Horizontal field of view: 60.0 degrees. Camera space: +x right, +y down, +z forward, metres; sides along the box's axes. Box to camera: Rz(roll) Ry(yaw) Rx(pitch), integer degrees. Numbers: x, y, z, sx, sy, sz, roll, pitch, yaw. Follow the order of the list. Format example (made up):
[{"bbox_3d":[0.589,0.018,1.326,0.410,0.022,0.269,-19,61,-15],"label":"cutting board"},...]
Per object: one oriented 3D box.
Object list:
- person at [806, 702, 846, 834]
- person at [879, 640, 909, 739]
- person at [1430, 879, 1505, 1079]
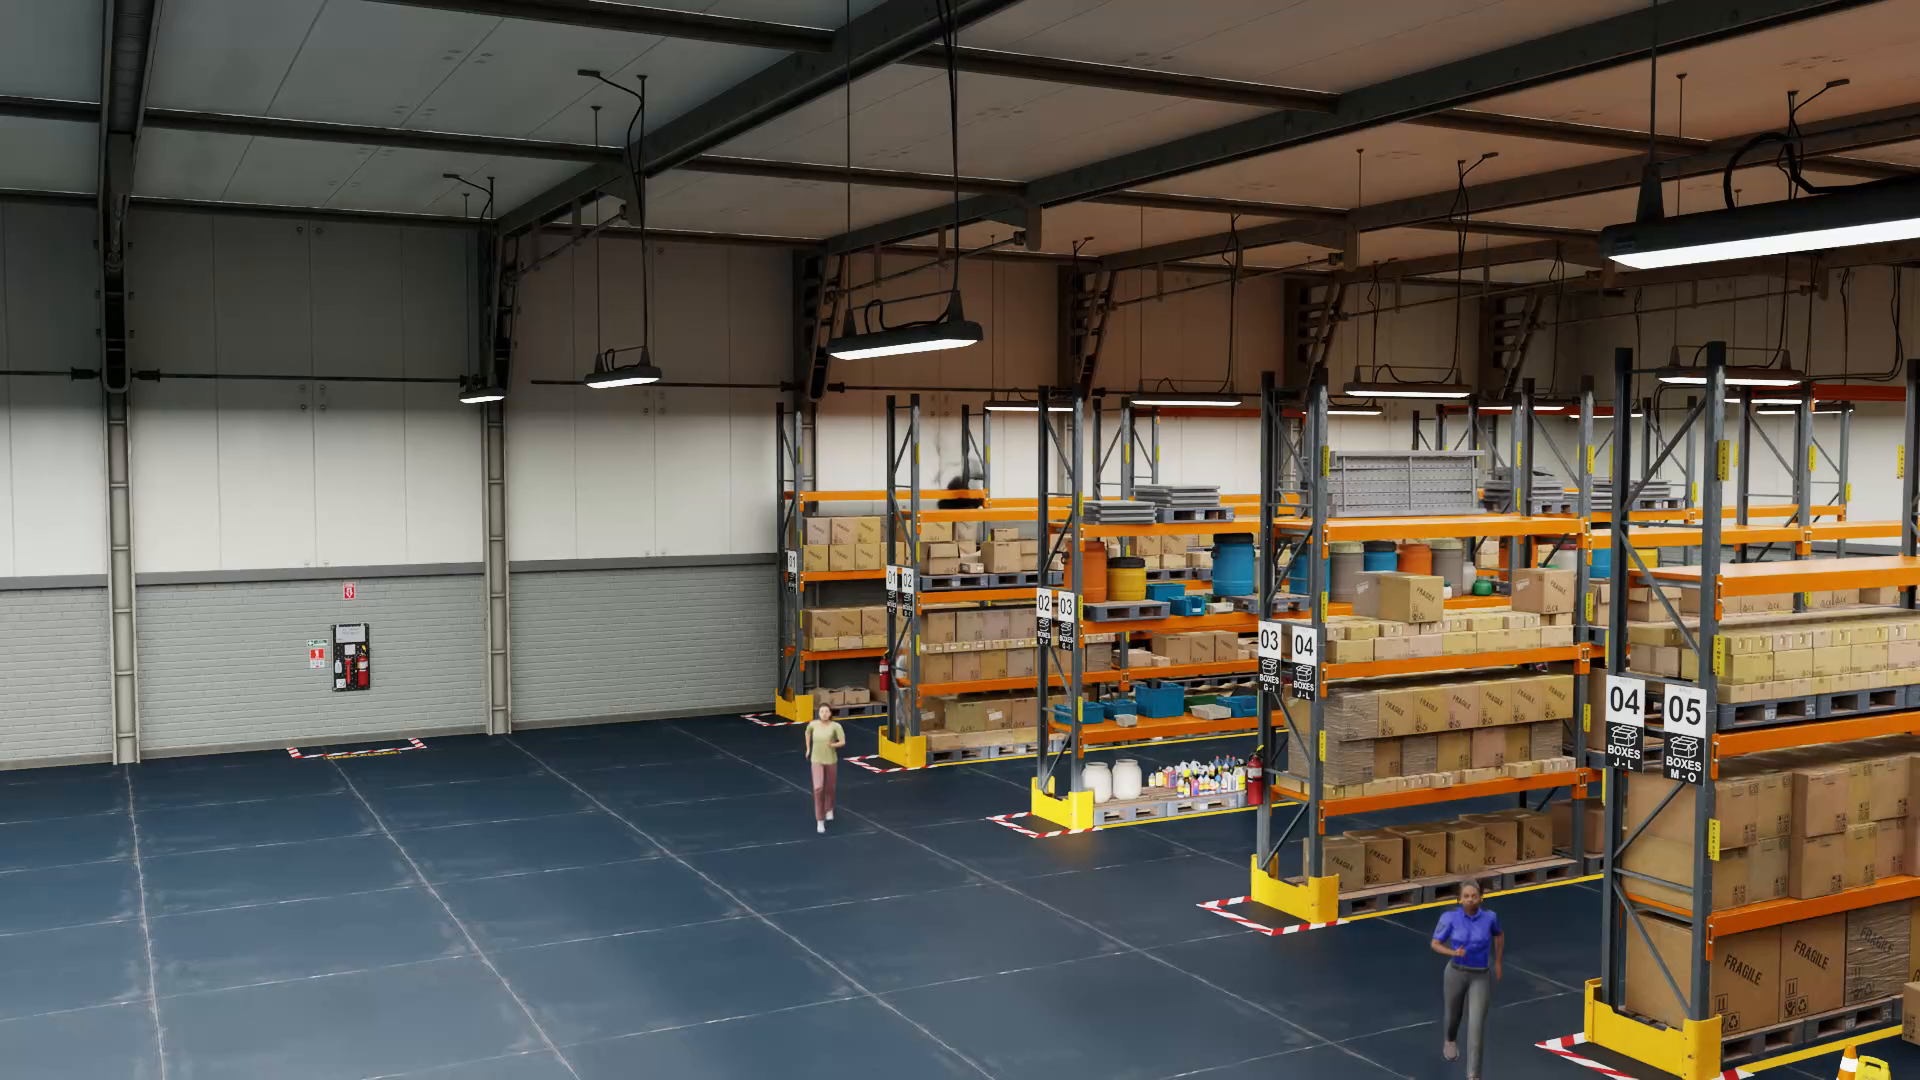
[{"bbox_3d":[-1.821,3.042,22.535,0.547,1.715,0.843,0,3,-3],"label":"person"},{"bbox_3d":[-1.072,2.652,28.923,0.672,1.850,0.711,-2,4,-34],"label":"person"},{"bbox_3d":[4.102,3.543,13.441,0.593,1.627,0.952,1,3,13],"label":"person"}]
